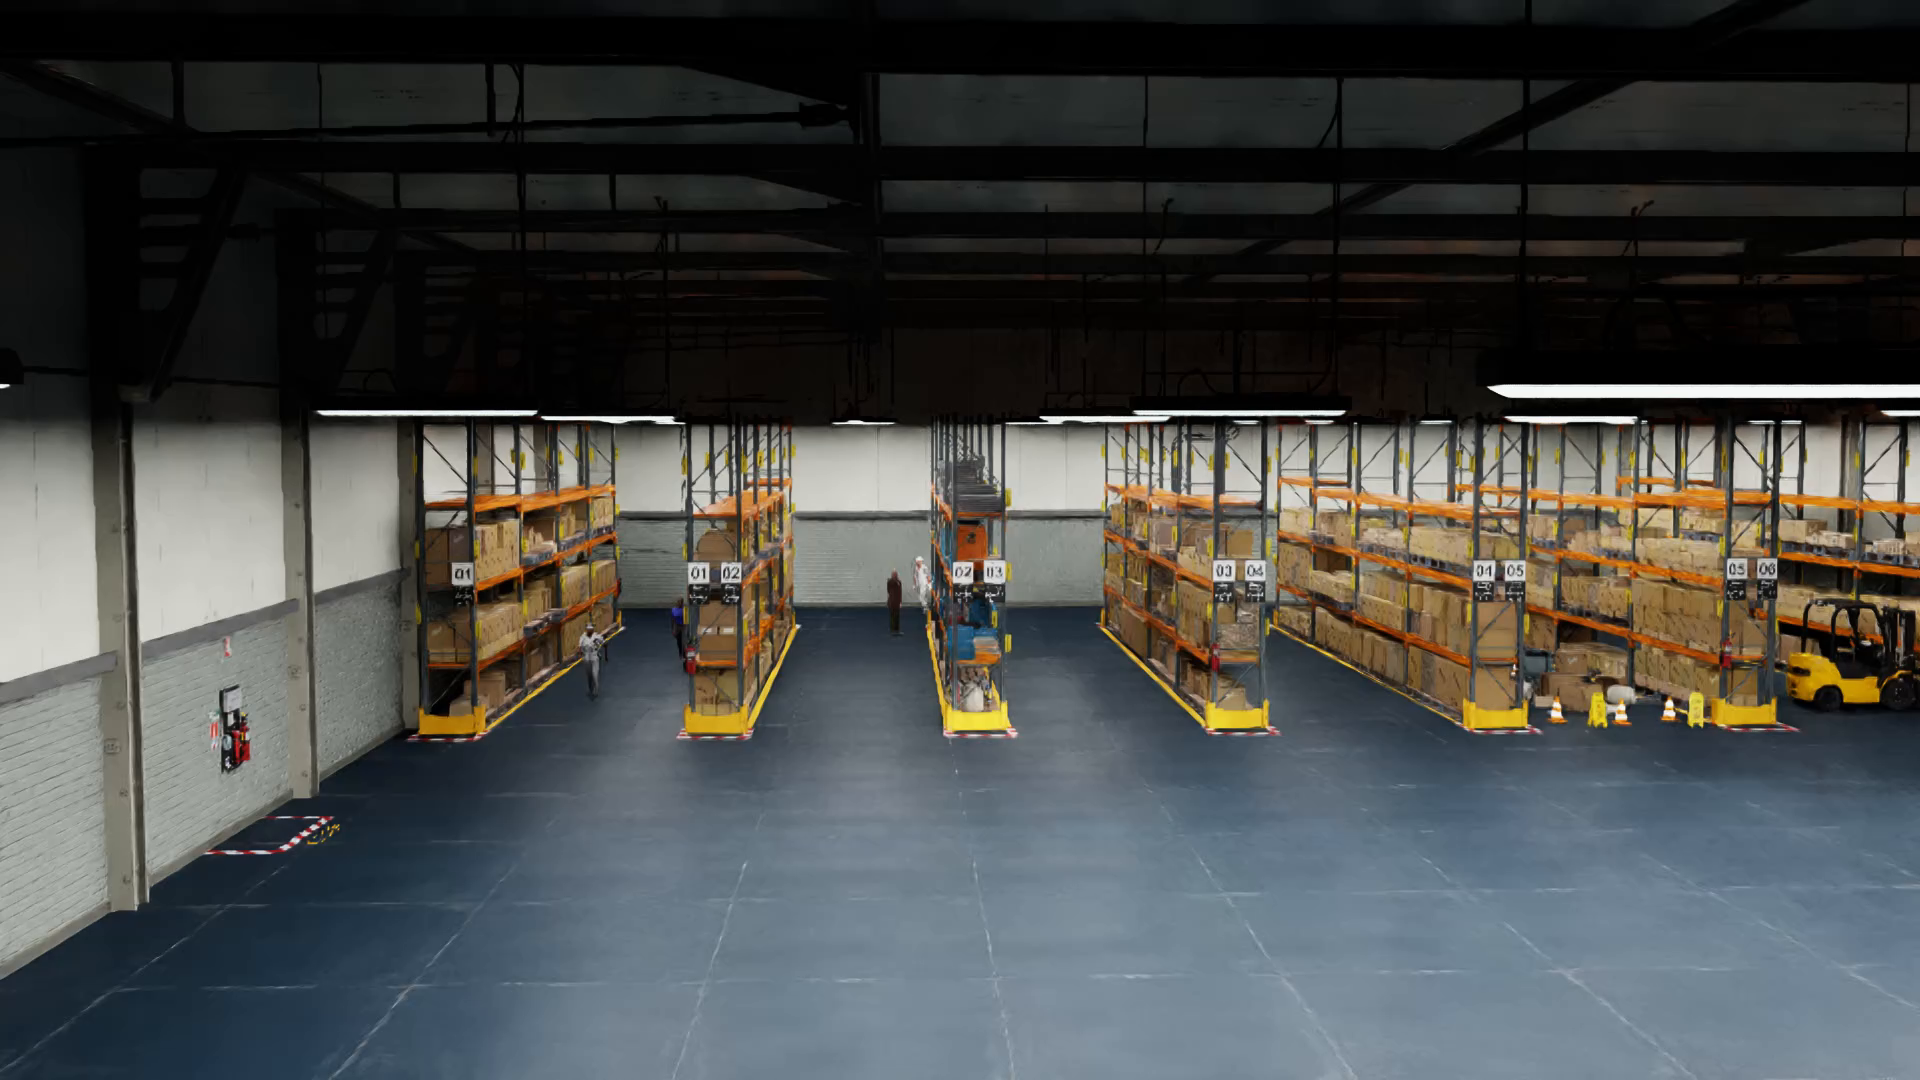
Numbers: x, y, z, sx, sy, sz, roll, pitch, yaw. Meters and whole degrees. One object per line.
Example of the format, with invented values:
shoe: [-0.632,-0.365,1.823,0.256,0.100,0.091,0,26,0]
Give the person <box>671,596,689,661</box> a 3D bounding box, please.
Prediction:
person: [-6.843,2.157,40.706,0.447,1.560,1.088,0,4,0]

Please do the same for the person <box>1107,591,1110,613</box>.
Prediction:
person: [4.575,1.551,49.211,0.571,1.668,0.506,-3,5,-38]

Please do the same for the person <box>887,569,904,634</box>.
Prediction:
person: [-1.755,1.690,45.968,0.504,1.788,0.640,-3,5,-34]

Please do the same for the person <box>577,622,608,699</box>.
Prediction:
person: [-7.799,2.519,35.201,0.603,1.620,0.831,0,4,3]

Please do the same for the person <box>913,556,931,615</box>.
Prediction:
person: [-1.148,1.374,50.691,0.496,1.776,0.631,-3,5,-41]
